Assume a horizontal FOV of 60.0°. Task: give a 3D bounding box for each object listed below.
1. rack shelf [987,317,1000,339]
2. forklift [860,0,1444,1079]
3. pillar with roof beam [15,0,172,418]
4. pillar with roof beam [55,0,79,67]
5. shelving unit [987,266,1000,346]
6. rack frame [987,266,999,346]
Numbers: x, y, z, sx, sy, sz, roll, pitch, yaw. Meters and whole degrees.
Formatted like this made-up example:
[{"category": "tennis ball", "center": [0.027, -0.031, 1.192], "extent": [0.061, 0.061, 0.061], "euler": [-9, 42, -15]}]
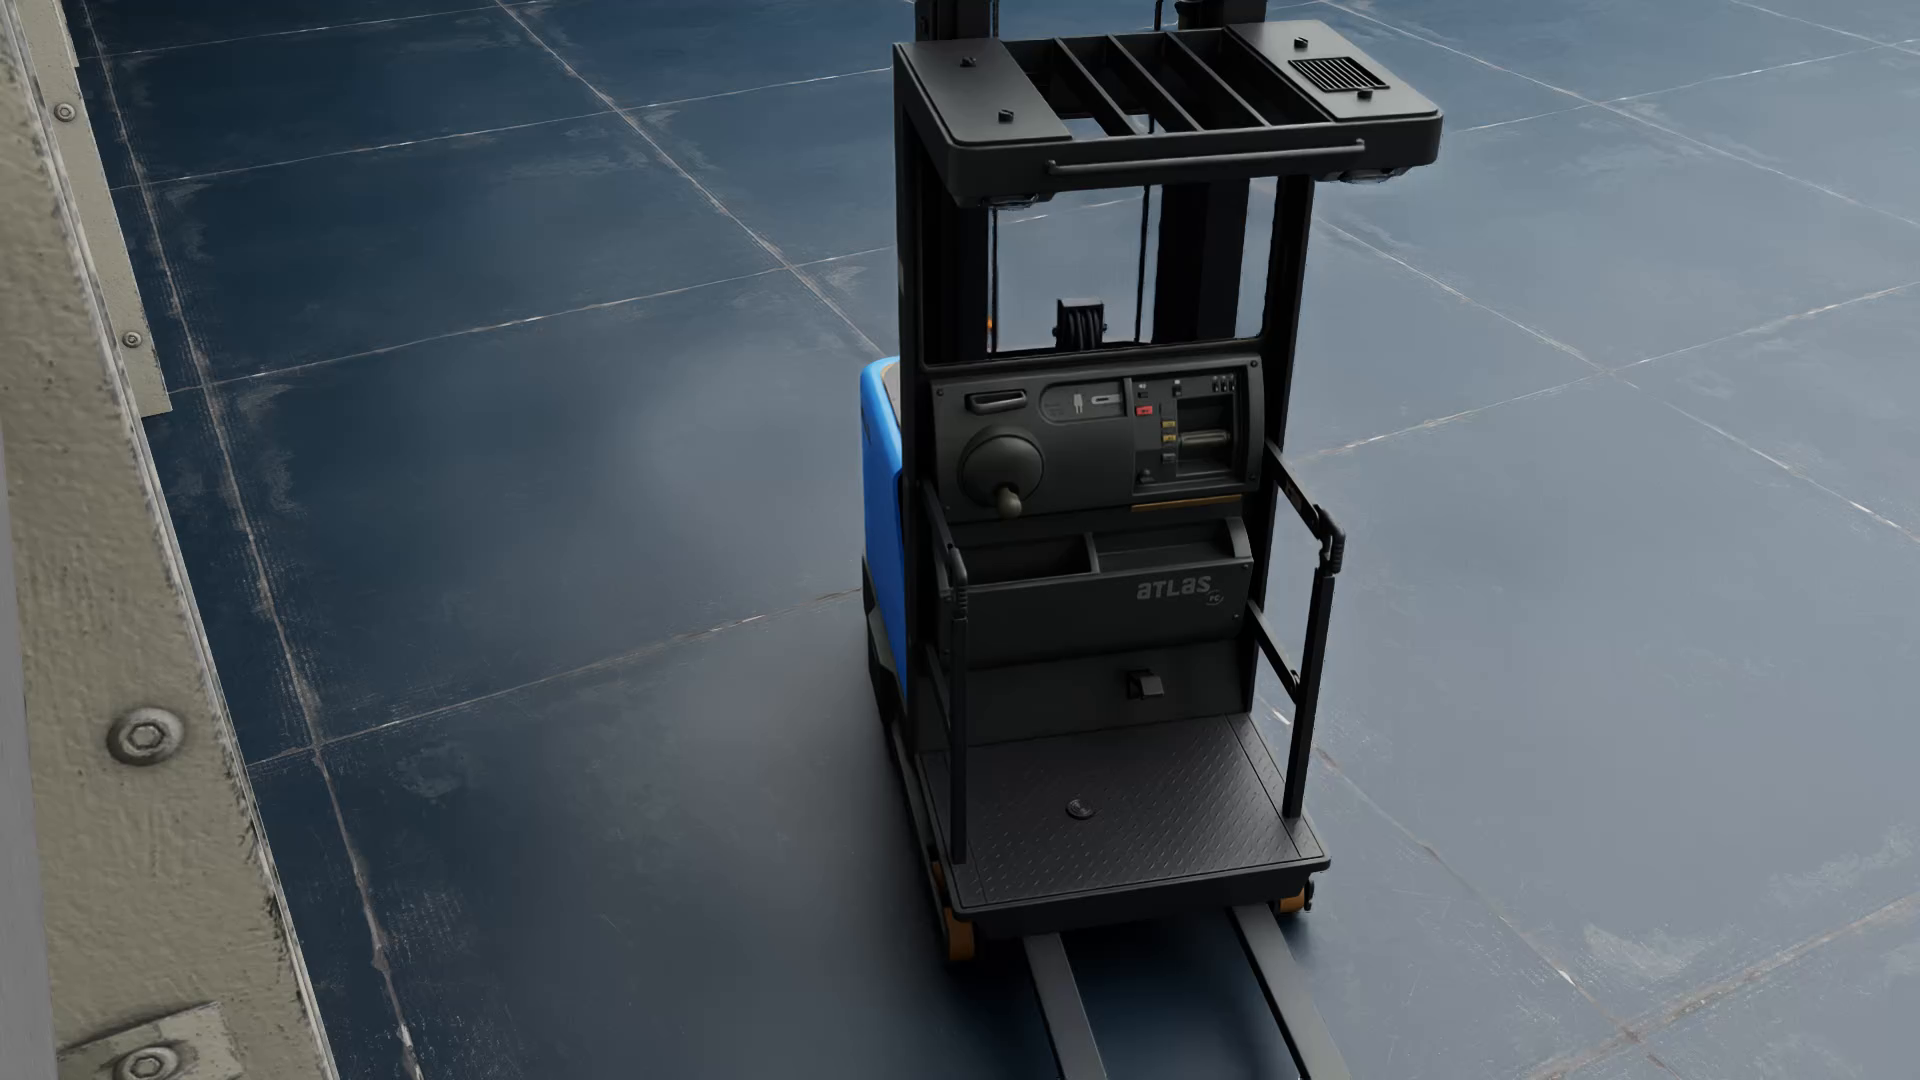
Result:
[{"category": "rack shelf", "center": [-0.007, -0.778, 6.267], "extent": [0.258, 0.103, 0.180], "euler": [-16, 36, -23]}, {"category": "forklift", "center": [0.428, -0.228, 4.388], "extent": [1.130, 2.935, 3.031], "euler": [-6, 33, -9]}, {"category": "pillar with roof beam", "center": [-0.059, -5.525, 7.032], "extent": [9.100, 9.000, 0.400], "euler": [-16, 36, -23]}, {"category": "pillar with roof beam", "center": [-2.856, -8.388, 11.501], "extent": [9.100, 9.000, 0.400], "euler": [-16, 36, -23]}, {"category": "shelving unit", "center": [-0.007, -0.512, 6.437], "extent": [0.258, 1.200, 0.189], "euler": [-16, 36, -23]}, {"category": "rack frame", "center": [0.036, -0.468, 6.369], "extent": [0.240, 1.200, 0.006], "euler": [-16, 36, -23]}]
